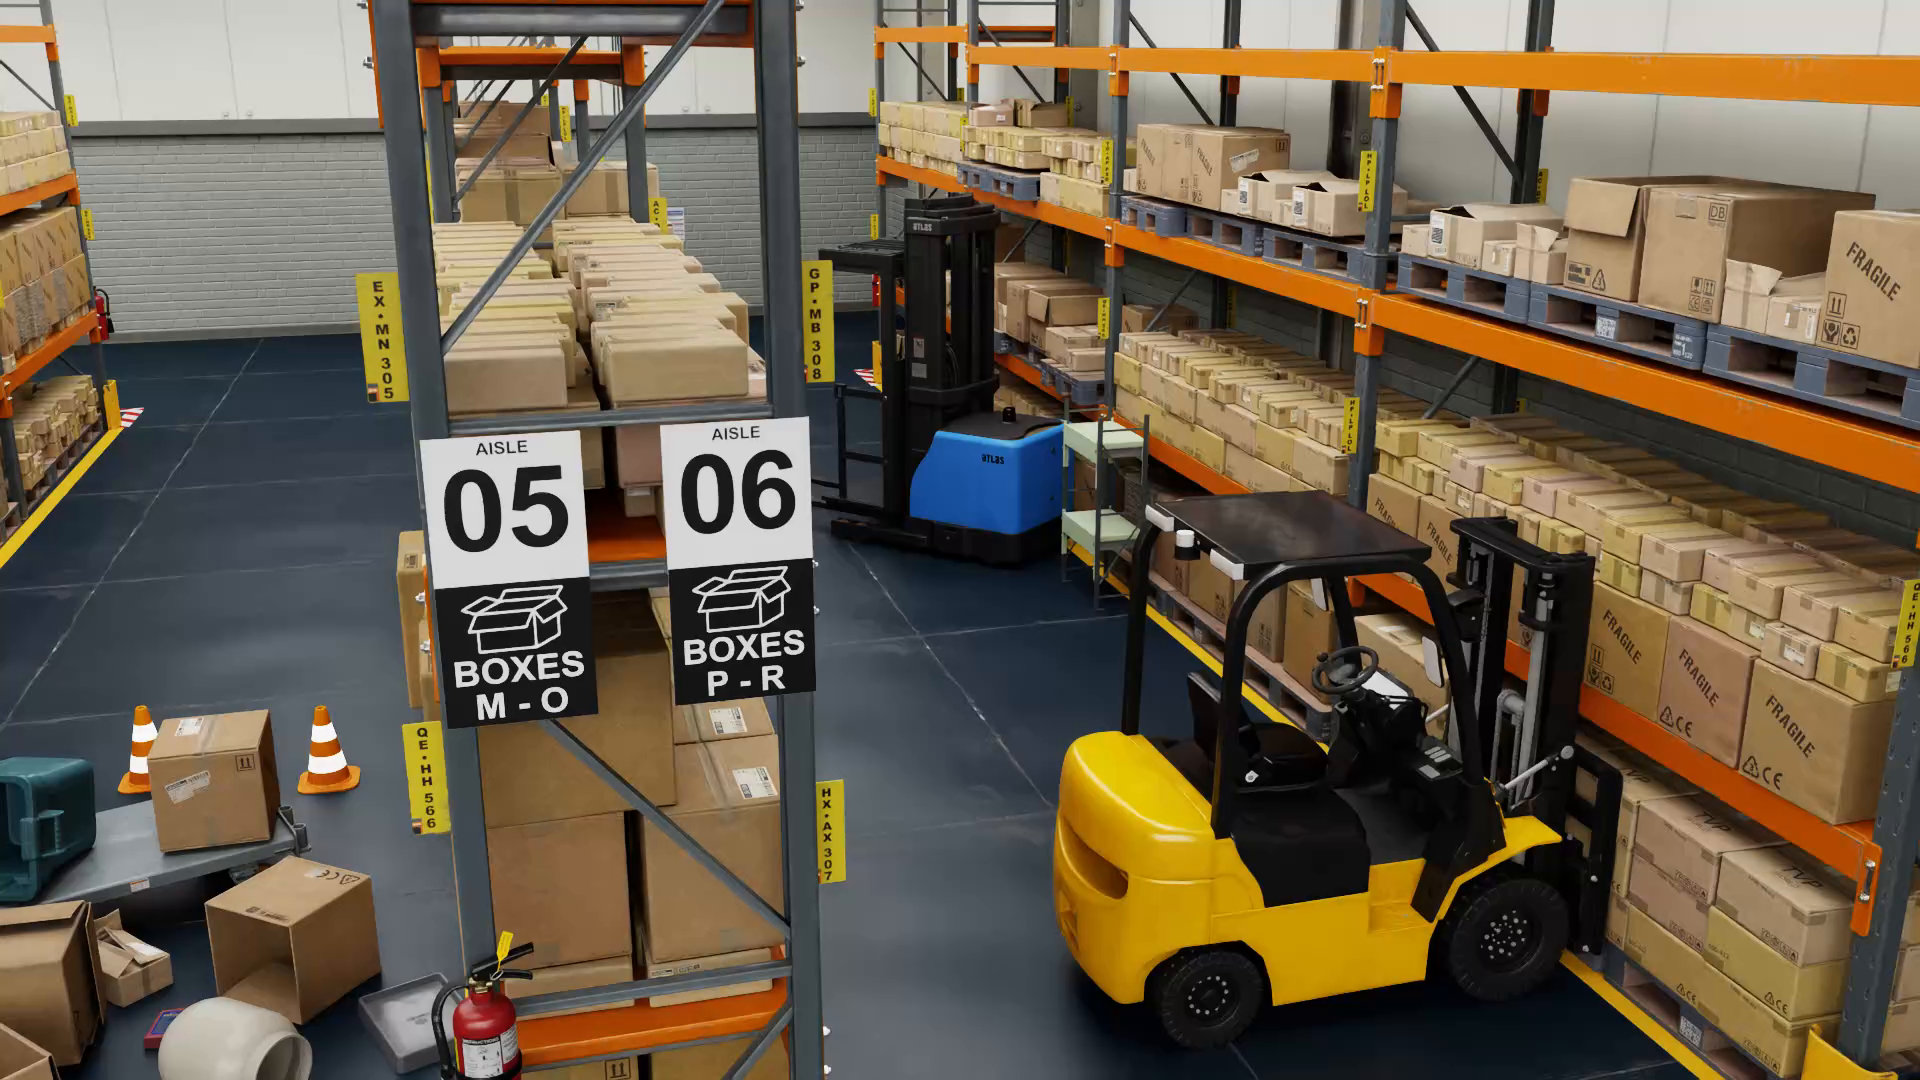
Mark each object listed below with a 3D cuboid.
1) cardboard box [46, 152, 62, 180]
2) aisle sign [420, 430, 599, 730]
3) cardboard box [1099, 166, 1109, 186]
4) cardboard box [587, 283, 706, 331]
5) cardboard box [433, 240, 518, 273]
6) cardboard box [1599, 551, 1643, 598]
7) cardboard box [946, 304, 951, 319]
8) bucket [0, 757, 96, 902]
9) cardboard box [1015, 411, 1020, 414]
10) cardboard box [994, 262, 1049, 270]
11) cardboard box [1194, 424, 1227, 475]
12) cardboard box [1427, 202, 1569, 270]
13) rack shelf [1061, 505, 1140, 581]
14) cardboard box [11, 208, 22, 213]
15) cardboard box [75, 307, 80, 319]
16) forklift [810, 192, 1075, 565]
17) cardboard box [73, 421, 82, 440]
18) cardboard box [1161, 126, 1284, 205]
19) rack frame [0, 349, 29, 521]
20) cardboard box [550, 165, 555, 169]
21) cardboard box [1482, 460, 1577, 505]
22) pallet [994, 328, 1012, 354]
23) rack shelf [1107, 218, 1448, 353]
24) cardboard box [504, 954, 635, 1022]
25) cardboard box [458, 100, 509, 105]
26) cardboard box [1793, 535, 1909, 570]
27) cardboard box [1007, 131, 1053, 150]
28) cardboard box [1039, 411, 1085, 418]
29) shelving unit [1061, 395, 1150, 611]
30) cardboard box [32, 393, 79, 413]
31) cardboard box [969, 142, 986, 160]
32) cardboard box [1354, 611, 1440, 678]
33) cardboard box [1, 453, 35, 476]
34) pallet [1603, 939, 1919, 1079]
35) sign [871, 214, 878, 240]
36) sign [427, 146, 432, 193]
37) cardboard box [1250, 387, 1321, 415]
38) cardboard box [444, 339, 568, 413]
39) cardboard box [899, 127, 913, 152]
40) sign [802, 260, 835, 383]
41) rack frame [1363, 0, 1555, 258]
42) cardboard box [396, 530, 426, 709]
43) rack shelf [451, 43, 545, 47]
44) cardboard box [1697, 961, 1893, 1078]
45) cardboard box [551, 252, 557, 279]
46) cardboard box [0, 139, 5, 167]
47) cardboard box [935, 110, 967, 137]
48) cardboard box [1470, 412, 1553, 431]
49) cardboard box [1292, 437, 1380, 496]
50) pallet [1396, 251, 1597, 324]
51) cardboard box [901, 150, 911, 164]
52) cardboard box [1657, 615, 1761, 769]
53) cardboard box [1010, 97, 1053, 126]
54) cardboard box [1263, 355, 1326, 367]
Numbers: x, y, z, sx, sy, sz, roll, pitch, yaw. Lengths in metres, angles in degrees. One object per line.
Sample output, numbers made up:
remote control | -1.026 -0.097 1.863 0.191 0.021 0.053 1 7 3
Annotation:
cardboard box | -9.511 -3.810 16.969 0.500 0.250 0.500 -5 17 -15
aisle sign | -1.171 0.110 4.351 0.394 0.787 0.004 -5 17 -15
cardboard box | 1.335 -2.926 13.331 0.380 0.149 0.250 -4 17 -14
cardboard box | -1.062 -0.776 5.658 0.380 0.149 0.250 -5 17 -16
cardboard box | -2.026 -1.158 6.930 0.380 0.149 0.250 -5 17 -16
cardboard box | 3.122 0.137 7.481 0.380 0.149 0.250 -5 17 -15
cardboard box | 0.047 -2.486 17.949 0.380 0.149 0.250 -4 17 -14
bucket | -4.486 1.323 7.880 0.726 0.611 0.620 1 7 4
cardboard box | 0.770 -0.965 16.065 0.500 0.500 0.500 -5 17 -17
cardboard box | 0.483 -2.495 16.640 0.700 0.500 0.500 -4 17 -14
cardboard box | 1.974 -0.652 11.669 0.500 0.250 0.500 -4 17 -13
cardboard box | 2.758 -1.578 8.528 0.500 0.311 0.500 -4 17 -14
rack shelf | 1.107 0.015 12.929 0.431 0.370 0.720 -5 17 -16
cardboard box | -10.170 -3.215 17.512 0.500 0.500 0.500 -5 17 -16
cardboard box | -9.644 -2.431 17.768 0.380 0.149 0.250 -5 17 -15
forklift | -0.521 -1.503 14.360 3.031 2.935 1.130 11 20 32
cardboard box | -9.324 -1.122 17.198 0.380 0.149 0.250 -6 18 -18
cardboard box | 1.864 -2.673 11.845 0.700 0.500 0.500 -5 17 -16
rack frame | -8.938 -1.585 14.513 1.000 3.000 0.127 -5 17 -15
cardboard box | -3.543 -3.018 13.749 0.380 0.166 0.250 -3 17 -11
cardboard box | 2.872 -0.290 8.384 0.380 0.149 0.250 -5 17 -16
pallet | 0.679 -2.076 16.482 1.003 0.211 1.213 -5 17 -15
rack shelf | 2.214 -1.830 11.366 1.077 0.370 4.000 -5 17 -15
cardboard box | -1.217 1.349 5.183 0.380 0.149 0.250 -4 17 -13
cardboard box | -4.896 -4.274 17.176 0.500 0.500 0.500 -4 17 -14
cardboard box | 3.796 0.095 7.105 0.380 0.149 0.250 -5 17 -15
cardboard box | 0.645 -3.637 15.147 0.380 0.149 0.250 -5 17 -15
cardboard box | 0.947 -1.091 15.358 0.380 0.149 0.250 -6 18 -18
shelving unit | 1.107 -0.297 12.835 0.431 1.500 0.755 -5 17 -16
cardboard box | -9.304 -1.403 17.100 0.380 0.149 0.250 -4 17 -13
cardboard box | 0.302 -3.774 16.121 0.380 0.149 0.250 -5 17 -15
cardboard box | 2.595 0.611 9.515 0.500 0.250 0.500 -5 17 -16
cardboard box | -8.730 -0.688 15.238 0.380 0.149 0.250 -4 17 -13
pallet | 3.612 2.049 7.263 1.003 0.211 1.213 -5 17 -15
sign | -1.056 -3.875 20.635 0.100 0.325 0.005 -5 17 -15
sign | -3.643 -2.578 11.570 0.100 0.325 0.005 -5 17 -15
cardboard box | 2.139 -0.901 10.938 0.380 0.149 0.250 -5 17 -17
cardboard box | -1.286 -0.453 4.582 0.380 0.149 0.250 -5 17 -15
cardboard box | -0.387 -4.585 19.032 0.500 0.250 0.500 -5 17 -17
sign | -0.387 -0.583 4.444 0.100 0.325 0.005 -5 17 -15
rack frame | 2.763 -3.058 8.989 1.000 3.000 0.127 -5 17 -15
cardboard box | -1.630 0.249 5.981 0.700 0.500 0.500 -5 17 -16
rack shelf | -4.756 -4.894 17.049 1.077 0.370 4.000 -5 17 -15
cardboard box | 3.430 1.933 6.853 0.500 0.250 0.500 -5 17 -15
cardboard box | -1.628 -1.197 7.752 0.500 0.250 0.500 -5 17 -16
cardboard box | -8.972 -3.479 14.998 0.500 0.250 0.500 -5 17 -15
cardboard box | 0.047 -4.404 17.561 0.500 0.250 0.500 -5 17 -16
cardboard box | 3.142 -0.621 9.487 0.380 0.149 0.250 -5 17 -15
cardboard box | 2.383 -0.468 10.187 0.500 0.250 0.500 -5 17 -16
pallet | 3.023 -1.345 8.655 1.003 0.211 1.213 -5 17 -15
cardboard box | -0.471 -4.422 19.181 0.380 0.149 0.250 -5 17 -15
cardboard box | 3.341 0.614 7.019 0.500 0.500 0.500 -4 17 -14
cardboard box | 0.715 -4.224 16.382 0.396 0.266 0.258 -5 17 -16
cardboard box | 2.420 -1.232 12.039 0.380 0.149 0.250 -5 17 -16
